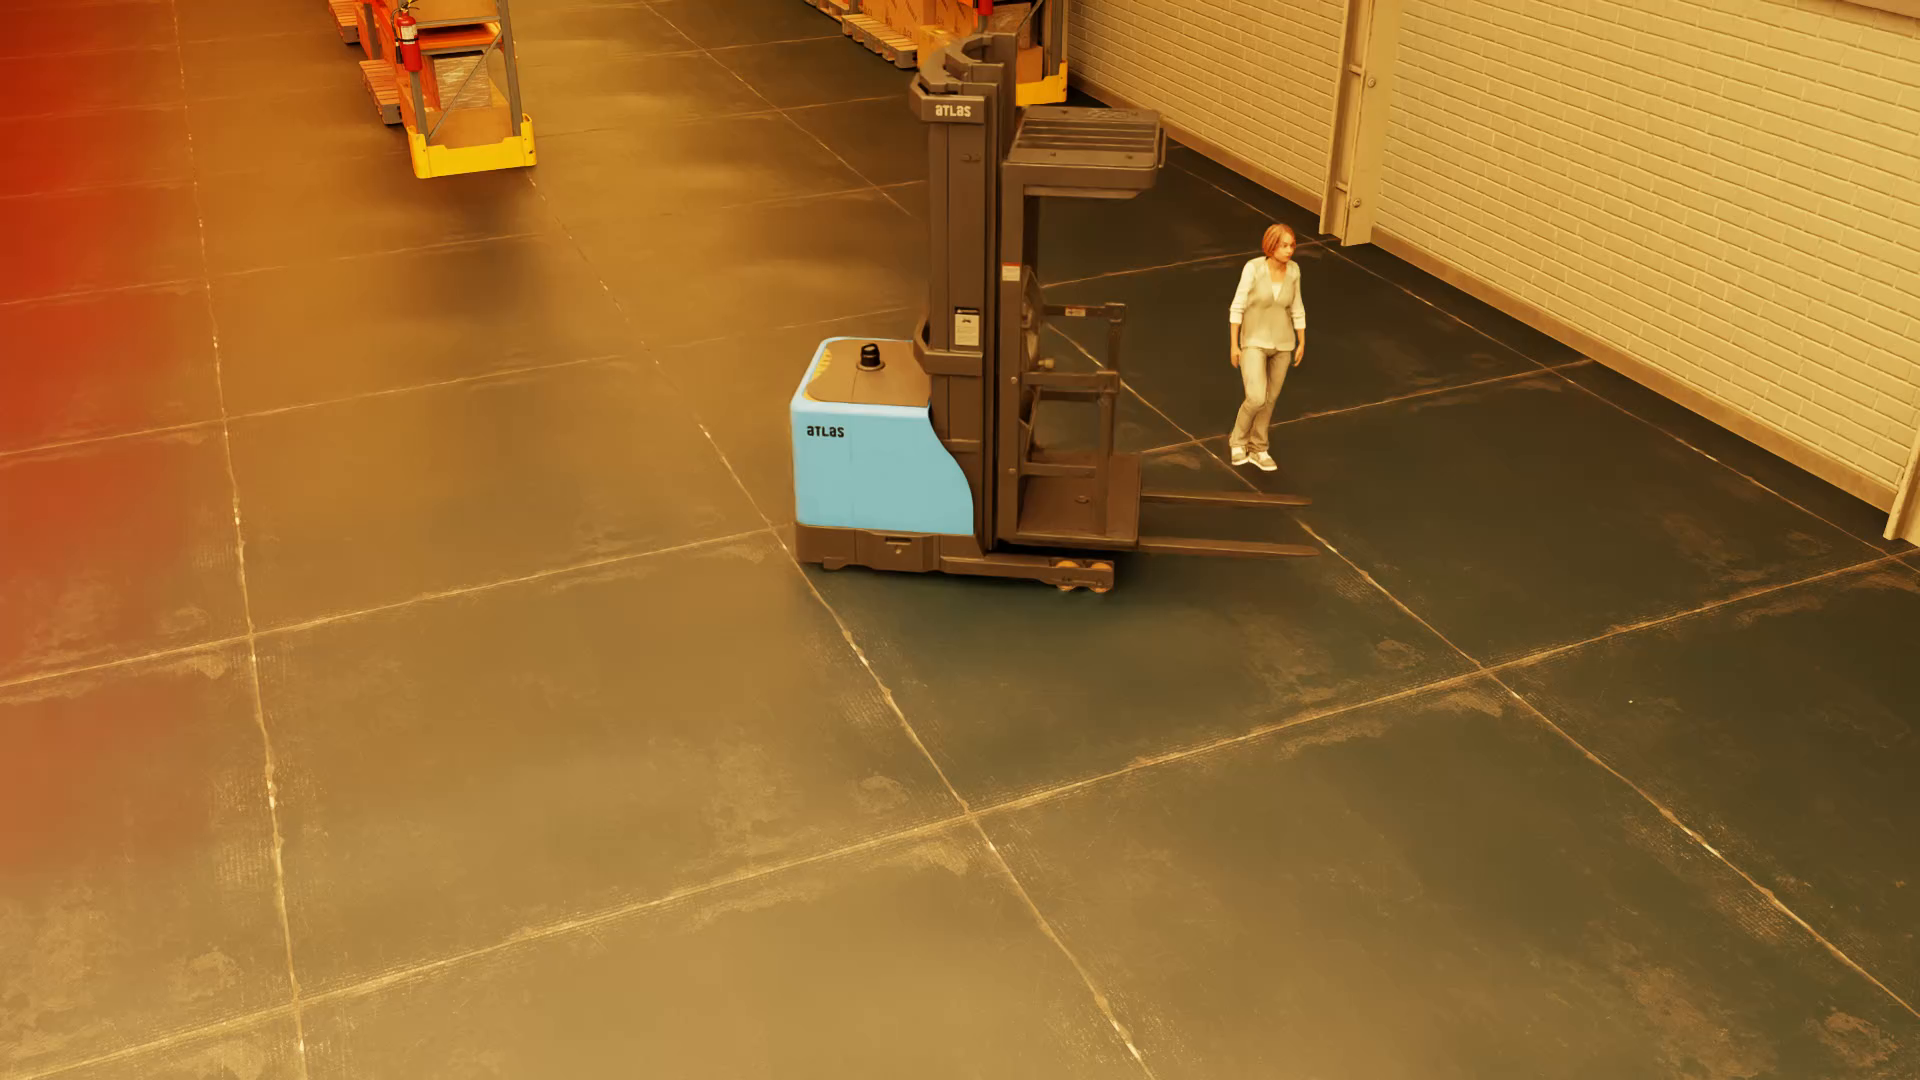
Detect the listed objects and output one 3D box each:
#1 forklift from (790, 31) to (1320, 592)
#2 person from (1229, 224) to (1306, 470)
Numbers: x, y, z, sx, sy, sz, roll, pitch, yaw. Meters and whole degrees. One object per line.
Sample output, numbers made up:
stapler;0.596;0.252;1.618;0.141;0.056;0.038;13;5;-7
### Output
forklift;0.588;-1.252;9.310;3.031;2.935;1.130;4;30;6
person;1.922;-1.155;10.299;0.515;1.590;0.483;-7;30;-11
